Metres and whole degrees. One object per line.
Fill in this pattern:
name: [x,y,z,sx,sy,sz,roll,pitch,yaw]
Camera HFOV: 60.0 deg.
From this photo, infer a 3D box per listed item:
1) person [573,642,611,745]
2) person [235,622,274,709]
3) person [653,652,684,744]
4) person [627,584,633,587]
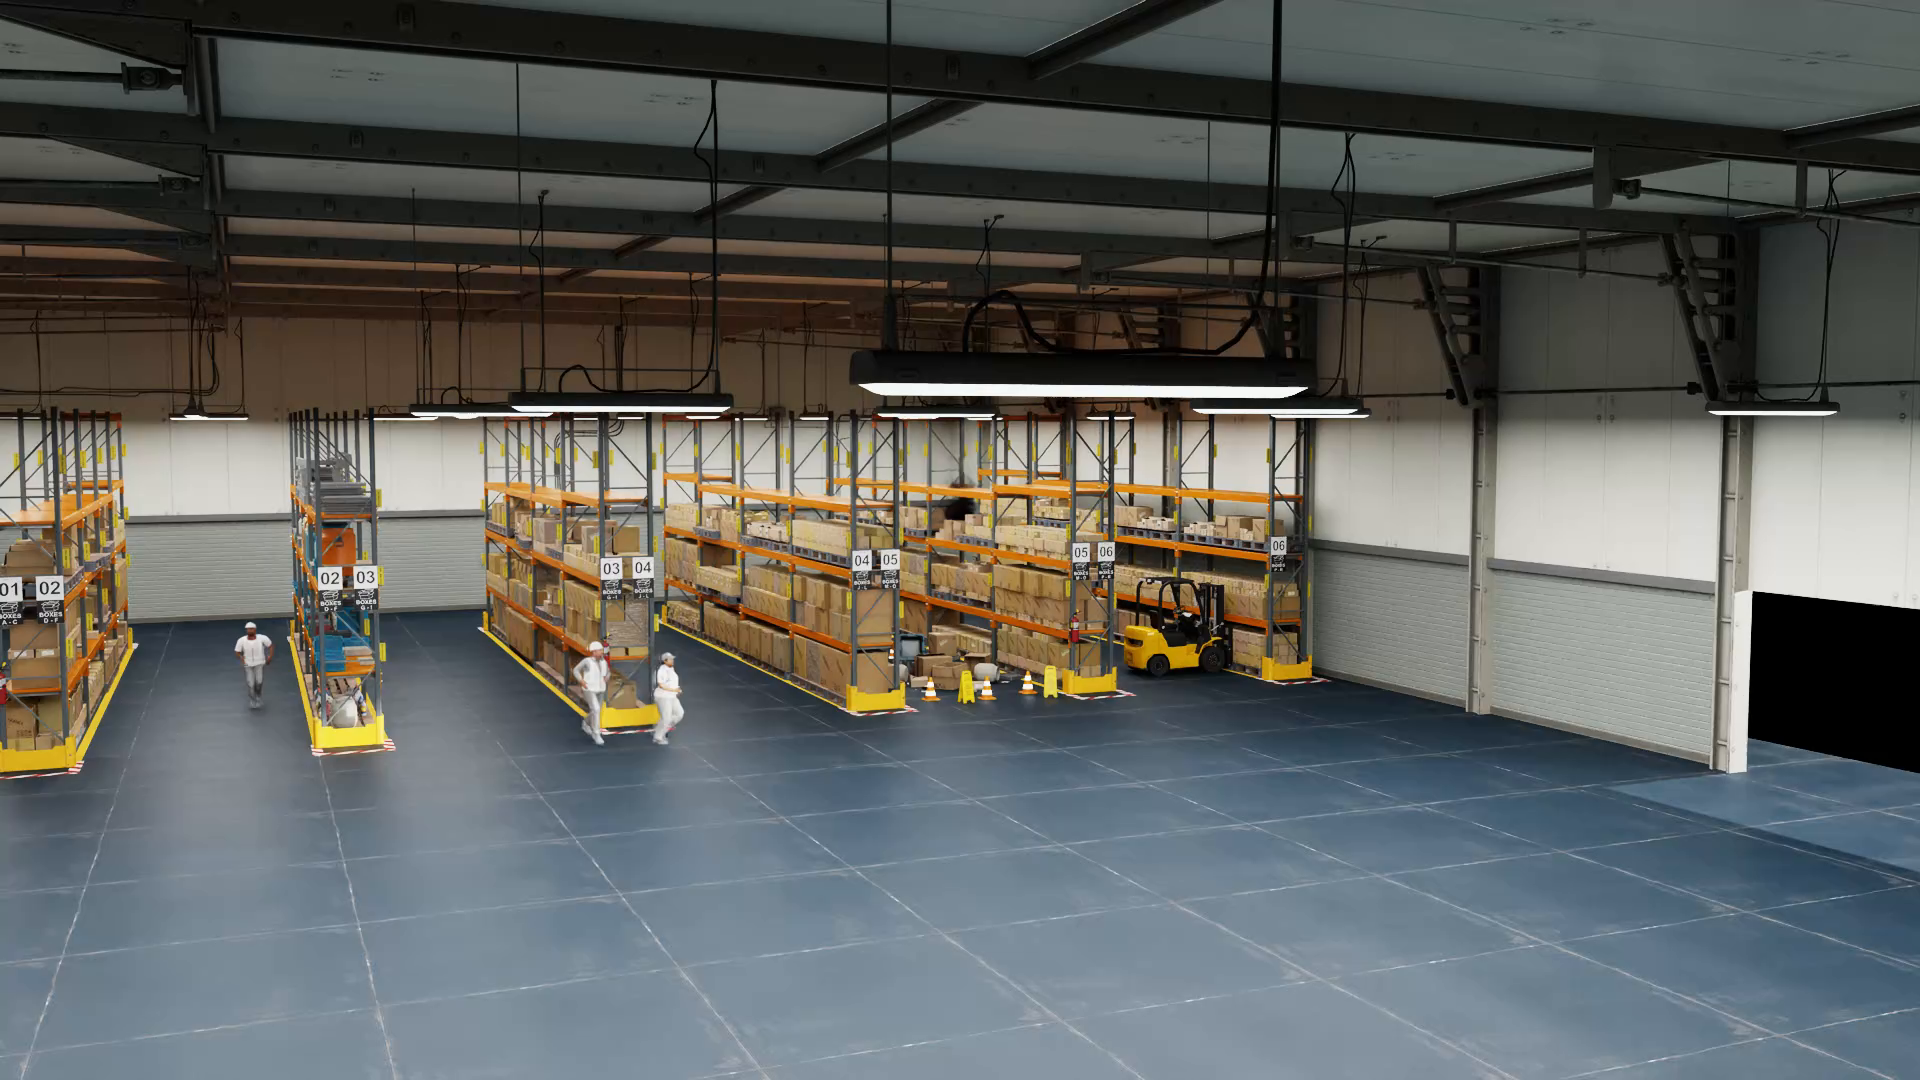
person: [-6.582,2.733,30.081,0.953,1.776,0.660,3,5,38]
person: [-14.177,2.518,33.390,0.712,1.737,0.653,-1,4,-18]
person: [-5.204,2.823,29.808,0.589,1.630,0.644,1,4,15]
person: [-9.426,1.658,46.772,0.712,1.566,0.981,0,4,-3]
